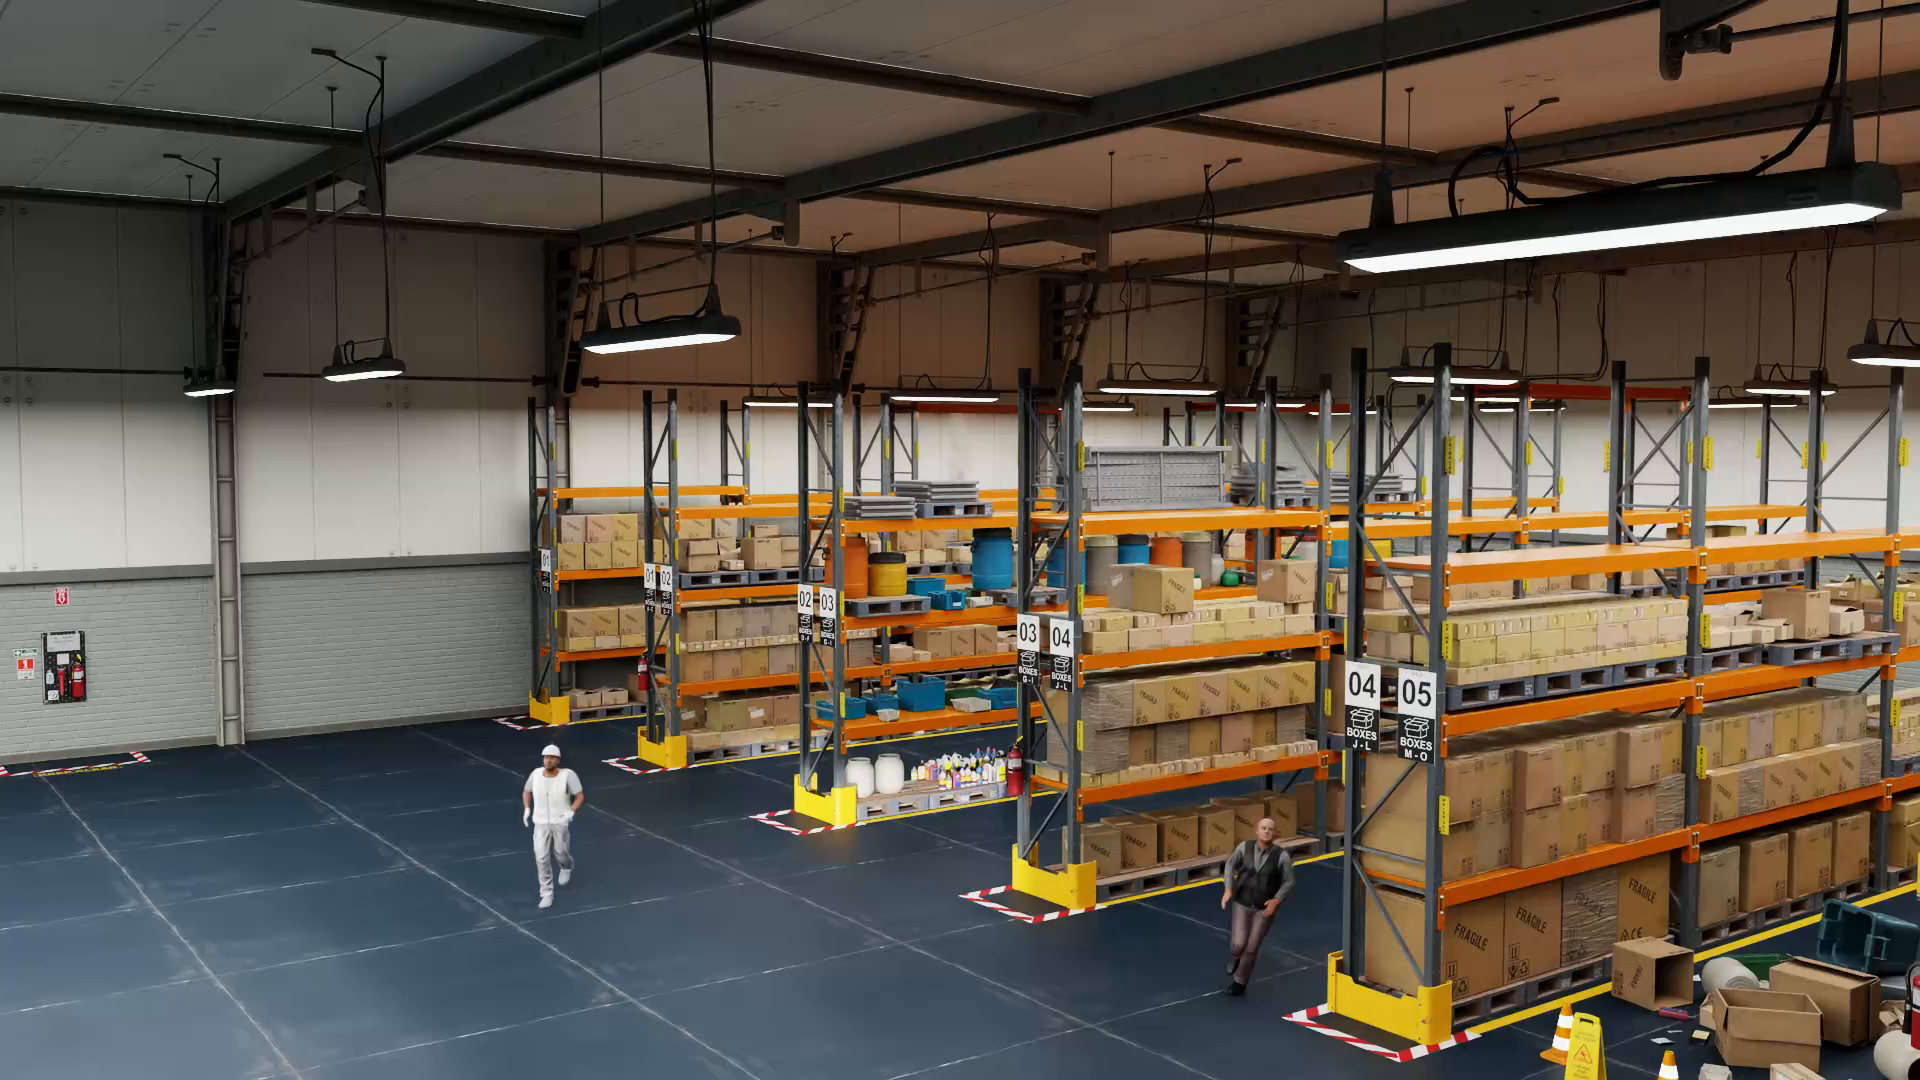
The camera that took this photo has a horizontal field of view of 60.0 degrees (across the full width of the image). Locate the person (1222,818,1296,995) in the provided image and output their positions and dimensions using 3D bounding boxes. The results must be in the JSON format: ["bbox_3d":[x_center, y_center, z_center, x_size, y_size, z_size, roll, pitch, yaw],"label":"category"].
[{"bbox_3d":[2.778,3.424,15.517,0.681,1.648,0.527,1,4,16],"label":"person"}]

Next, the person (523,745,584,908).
[{"bbox_3d":[-4.590,3.177,18.753,0.709,1.768,0.833,0,3,-1],"label":"person"}]
